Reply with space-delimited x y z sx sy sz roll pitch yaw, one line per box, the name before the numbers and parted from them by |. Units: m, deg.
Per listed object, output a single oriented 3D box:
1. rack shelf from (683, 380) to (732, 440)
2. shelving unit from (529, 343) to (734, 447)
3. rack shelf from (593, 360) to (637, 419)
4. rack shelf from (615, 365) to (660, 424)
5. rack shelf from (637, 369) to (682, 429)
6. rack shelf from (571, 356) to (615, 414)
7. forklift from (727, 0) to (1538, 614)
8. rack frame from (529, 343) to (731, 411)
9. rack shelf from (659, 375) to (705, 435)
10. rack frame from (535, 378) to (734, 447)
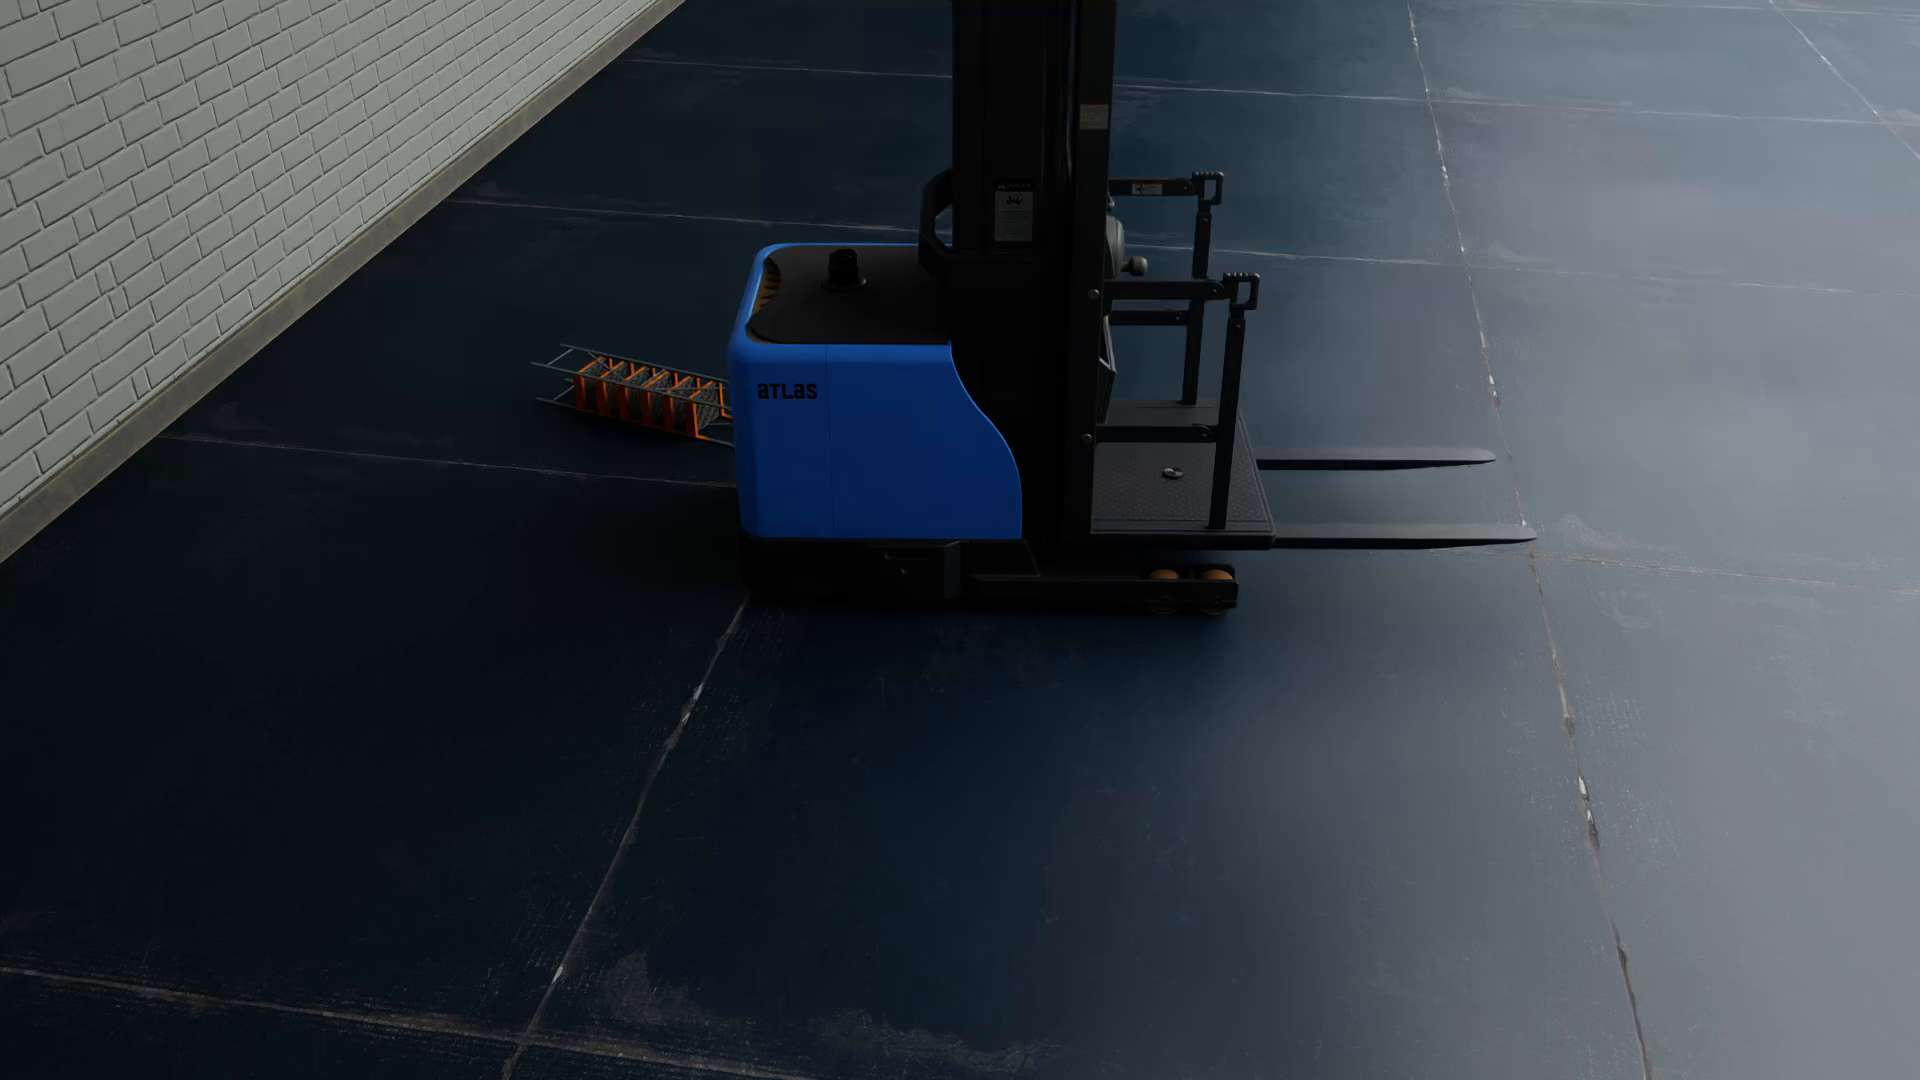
rack shelf | -1.132 -0.593 7.487 0.103 0.180 0.258 14 35 21
shelving unit | -1.390 -0.656 7.589 1.200 0.189 0.258 14 35 21
rack shelf | -1.567 -0.700 7.659 0.103 0.180 0.258 14 35 21
rack shelf | -1.458 -0.673 7.616 0.103 0.180 0.258 14 35 21
rack shelf | -1.349 -0.647 7.573 0.103 0.180 0.258 14 35 21
rack shelf | -1.676 -0.727 7.702 0.103 0.180 0.258 14 35 21
forklift | 0.686 -1.248 5.954 3.031 2.935 1.130 0 32 1
rack frame | -1.390 -0.734 7.541 1.200 0.006 0.240 14 35 21
rack shelf | -1.241 -0.620 7.530 0.103 0.180 0.258 14 35 21
rack frame | -1.390 -0.579 7.638 1.200 0.006 0.240 14 35 21
